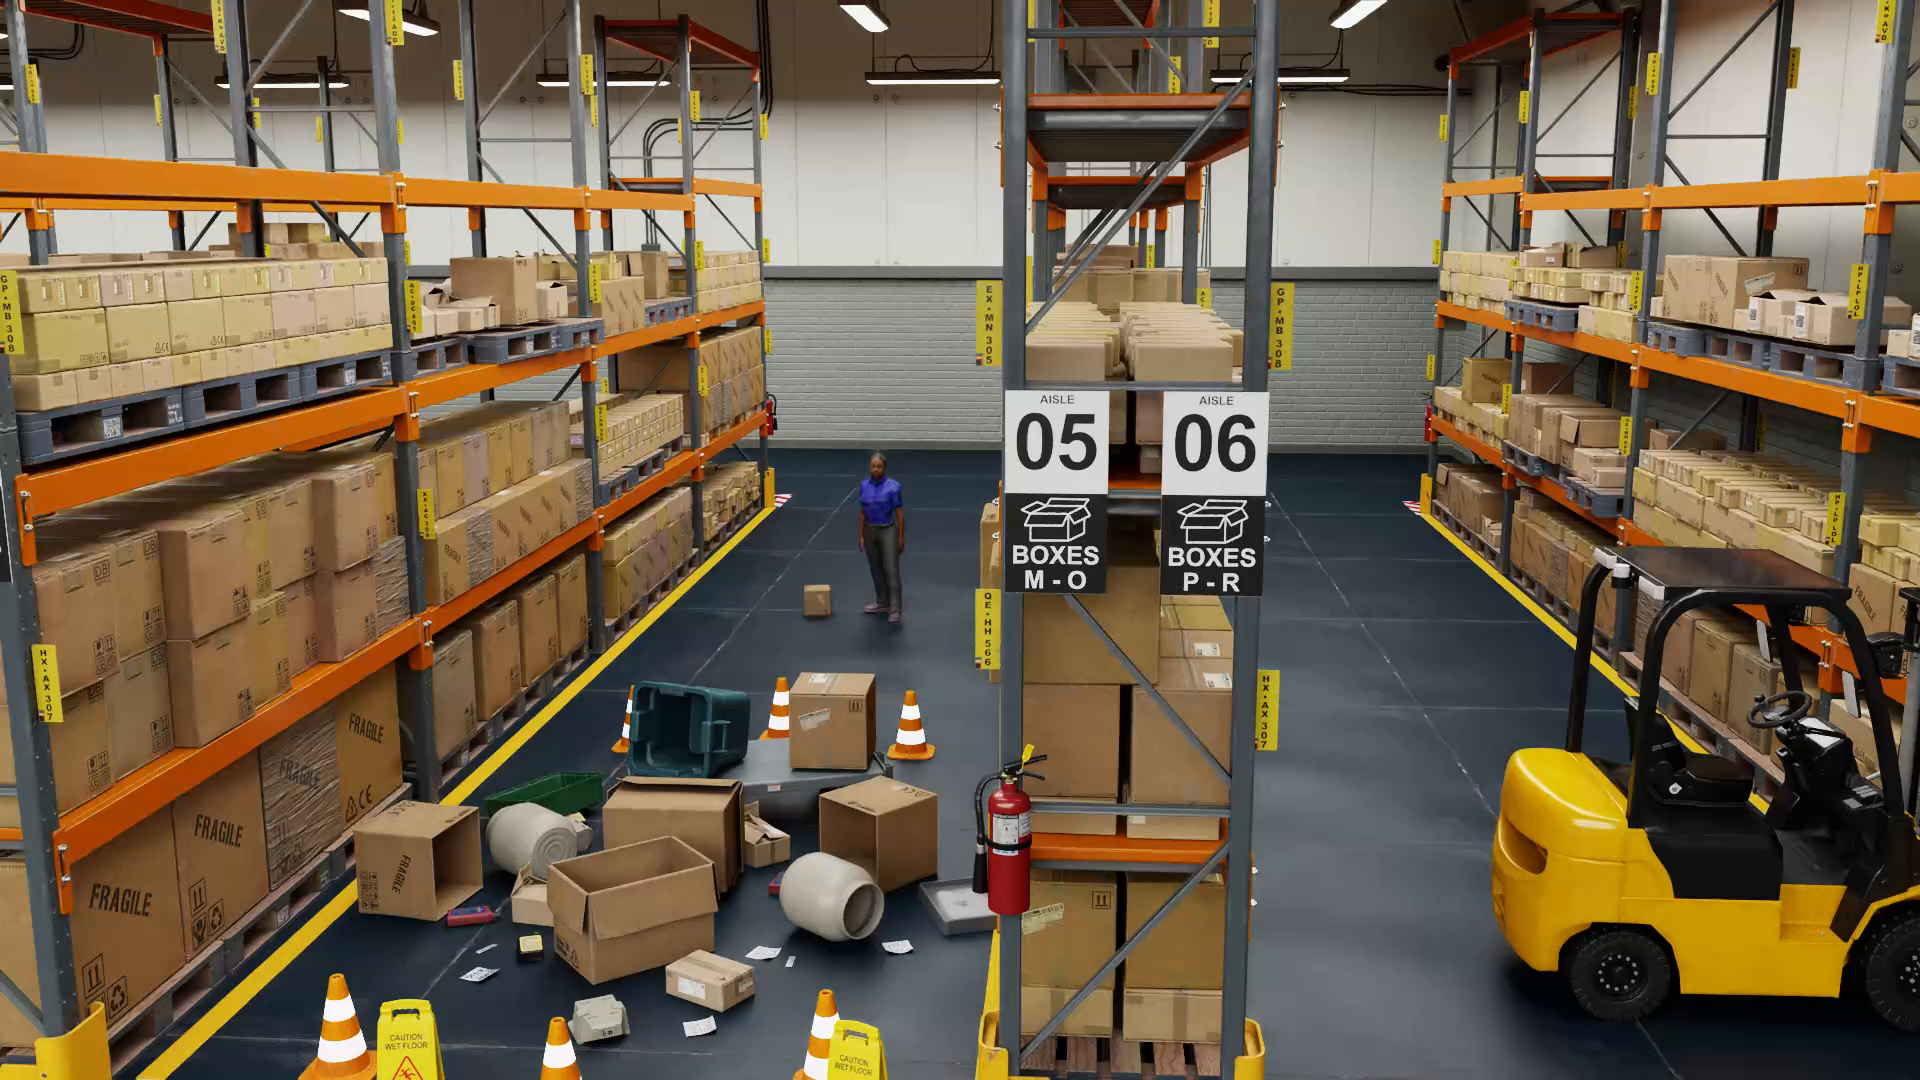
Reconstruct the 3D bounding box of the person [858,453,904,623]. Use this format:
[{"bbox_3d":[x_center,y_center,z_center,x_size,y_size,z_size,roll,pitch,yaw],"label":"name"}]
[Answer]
[{"bbox_3d":[-0.742,-0.030,16.049,0.654,1.629,0.778,5,12,24],"label":"person"}]
